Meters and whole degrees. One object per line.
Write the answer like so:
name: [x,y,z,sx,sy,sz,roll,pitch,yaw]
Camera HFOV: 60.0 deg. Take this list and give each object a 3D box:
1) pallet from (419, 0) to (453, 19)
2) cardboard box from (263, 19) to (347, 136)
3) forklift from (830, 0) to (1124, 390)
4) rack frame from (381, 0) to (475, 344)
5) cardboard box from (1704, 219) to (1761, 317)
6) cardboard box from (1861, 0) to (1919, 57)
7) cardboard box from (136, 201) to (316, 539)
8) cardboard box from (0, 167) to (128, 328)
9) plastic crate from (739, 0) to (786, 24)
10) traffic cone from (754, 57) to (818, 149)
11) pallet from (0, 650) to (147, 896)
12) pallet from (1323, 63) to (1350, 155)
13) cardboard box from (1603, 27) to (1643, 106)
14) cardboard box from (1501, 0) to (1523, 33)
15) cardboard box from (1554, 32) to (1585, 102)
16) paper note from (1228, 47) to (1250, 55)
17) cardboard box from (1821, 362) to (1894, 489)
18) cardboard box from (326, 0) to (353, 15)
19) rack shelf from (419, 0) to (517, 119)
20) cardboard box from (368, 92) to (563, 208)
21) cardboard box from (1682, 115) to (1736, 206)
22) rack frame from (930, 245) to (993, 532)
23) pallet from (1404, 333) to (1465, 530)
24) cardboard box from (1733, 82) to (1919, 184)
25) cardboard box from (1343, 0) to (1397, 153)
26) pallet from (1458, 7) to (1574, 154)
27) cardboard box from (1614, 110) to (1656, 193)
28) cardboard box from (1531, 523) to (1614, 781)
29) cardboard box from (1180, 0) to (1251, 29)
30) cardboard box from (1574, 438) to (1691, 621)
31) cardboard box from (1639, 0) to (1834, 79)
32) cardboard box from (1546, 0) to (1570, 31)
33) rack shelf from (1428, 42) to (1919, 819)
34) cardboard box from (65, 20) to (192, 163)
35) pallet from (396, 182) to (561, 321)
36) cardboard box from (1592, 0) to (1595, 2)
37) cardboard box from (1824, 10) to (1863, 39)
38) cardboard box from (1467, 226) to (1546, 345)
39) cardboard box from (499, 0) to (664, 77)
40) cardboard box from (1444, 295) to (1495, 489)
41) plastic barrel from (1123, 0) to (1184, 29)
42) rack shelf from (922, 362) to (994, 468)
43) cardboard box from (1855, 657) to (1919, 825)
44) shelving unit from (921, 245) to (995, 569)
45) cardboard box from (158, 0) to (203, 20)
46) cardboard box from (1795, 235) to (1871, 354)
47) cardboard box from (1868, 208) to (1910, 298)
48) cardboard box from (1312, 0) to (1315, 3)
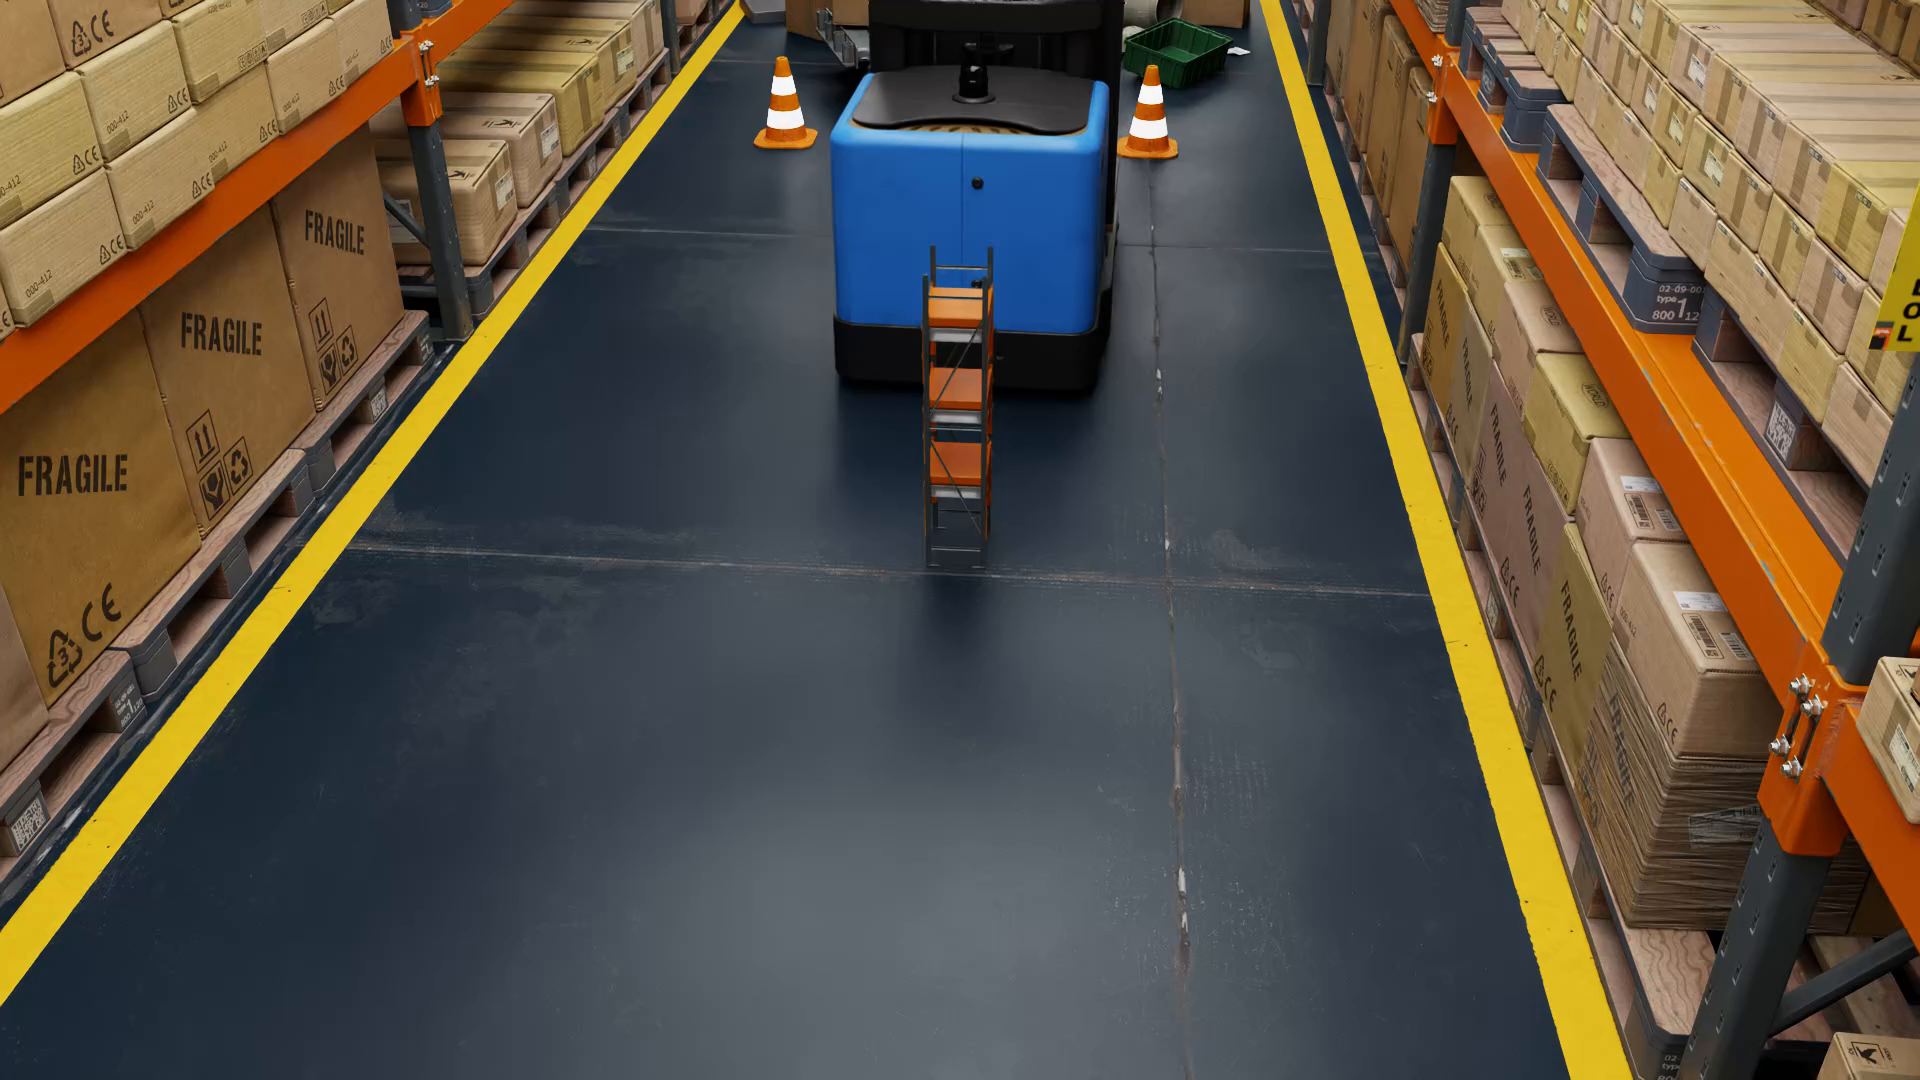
pallet: [-2.655,-2.462,7.070,1.213,0.211,1.003,2,32,4]
cardboard box: [-2.416,-1.560,5.565,0.500,0.250,0.500,3,32,5]
forklift: [0.182,-2.591,7.161,1.130,2.935,3.031,4,32,6]
rack frame: [-2.607,-2.167,6.407,1.000,3.000,0.127,2,32,4]
cardboard box: [1.907,-0.602,3.707,0.380,0.149,0.250,1,32,1]
cardboard box: [2.644,-1.382,4.405,0.380,0.149,0.250,4,32,6]
cardboard box: [-2.823,-0.617,5.518,0.875,0.875,0.875,3,32,5]
cardboard box: [-2.536,-0.768,4.280,0.500,0.250,0.500,2,32,4]
plastic crate: [-1.337,-3.802,11.842,0.402,0.080,0.583,-8,33,-13]
traffic cone: [-0.987,-2.470,9.318,0.336,0.463,0.334,2,32,4]
pallet: [-2.945,0.705,4.405,1.003,0.211,1.213,2,32,4]
pallet: [2.672,-2.506,9.615,1.003,0.211,1.213,2,32,4]
cardboard box: [1.992,-1.289,4.538,0.380,0.149,0.250,2,32,4]
cardboard box: [2.097,-1.855,5.740,0.380,0.149,0.250,2,32,3]
cardboard box: [2.033,-1.432,5.054,0.380,0.149,0.250,4,32,6]
paper note: [1.812,-3.226,10.956,0.147,0.020,0.142,-20,37,-29]
cardboard box: [1.844,-0.205,3.062,0.380,0.149,0.250,2,32,3]
cardboard box: [-2.393,-2.052,5.887,0.500,0.250,0.500,2,32,4]
rack shelf: [-2.444,-2.906,8.293,1.077,0.370,4.000,2,32,4]
cardboard box: [-2.499,-1.908,8.092,0.950,0.372,0.625,2,32,3]
cardboard box: [1.928,-0.878,3.872,0.380,0.149,0.250,1,32,1]
rack frame: [0.006,-0.483,5.533,0.200,1.050,0.008,2,32,4]
pallet: [2.269,-0.413,6.218,1.003,0.211,1.213,2,32,4]
cardboard box: [1.912,-0.873,3.580,0.380,0.149,0.250,2,32,4]
cardboard box: [2.617,-2.488,8.673,1.050,0.750,0.750,2,32,4]
pallet: [2.383,-1.549,5.588,1.213,0.211,1.003,2,32,4]
cardboard box: [1.968,-1.025,4.394,0.380,0.149,0.250,1,32,2]
cardboard box: [1.860,0.303,4.382,0.500,0.500,0.500,2,32,3]
cardboard box: [1.764,-3.892,11.587,0.500,0.500,0.500,8,32,12]
cardboard box: [1.873,-0.019,4.189,0.500,0.250,0.500,4,32,6]
cardboard box: [1.974,-1.282,4.244,0.380,0.149,0.250,2,32,3]
cardboard box: [2.057,-1.681,5.174,0.380,0.149,0.250,2,32,2]
rack shelf: [2.172,-0.656,4.642,1.077,0.370,4.000,2,32,4]
cardboard box: [-2.495,-1.243,4.575,0.500,0.250,0.500,2,32,2]
pallet: [-2.542,-1.388,7.802,1.003,0.211,1.213,2,32,4]
cardboard box: [2.038,-1.693,4.910,0.380,0.149,0.250,1,32,2]
cardboard box: [2.666,-1.391,4.703,0.380,0.149,0.250,2,32,4]
cardboard box: [1.996,-0.827,5.500,0.500,0.250,0.500,2,32,3]
cardboard box: [-2.322,-3.044,9.935,0.950,0.372,0.625,3,32,5]
cardboard box: [1.985,-0.501,5.686,0.500,0.500,0.500,3,32,5]
plastic barrel: [1.224,-3.662,11.289,0.512,0.421,0.421,27,41,37]
rack shelf: [-0.004,-0.410,5.435,0.215,0.259,0.240,2,32,4]
cardboard box: [1.660,0.324,2.604,0.380,0.149,0.250,4,32,6]
shelving unit: [-0.004,-0.419,5.429,0.215,1.050,0.252,2,32,4]
cardboard box: [-2.469,-1.826,4.805,0.500,0.500,0.500,2,32,4]
cardboard box: [1.865,-0.470,3.208,0.380,0.149,0.250,3,32,4]
cardboard box: [1.847,-0.460,2.910,0.380,0.149,0.250,4,32,6]
cardboard box: [2.851,-4.172,11.285,0.875,0.875,0.875,3,32,4]
